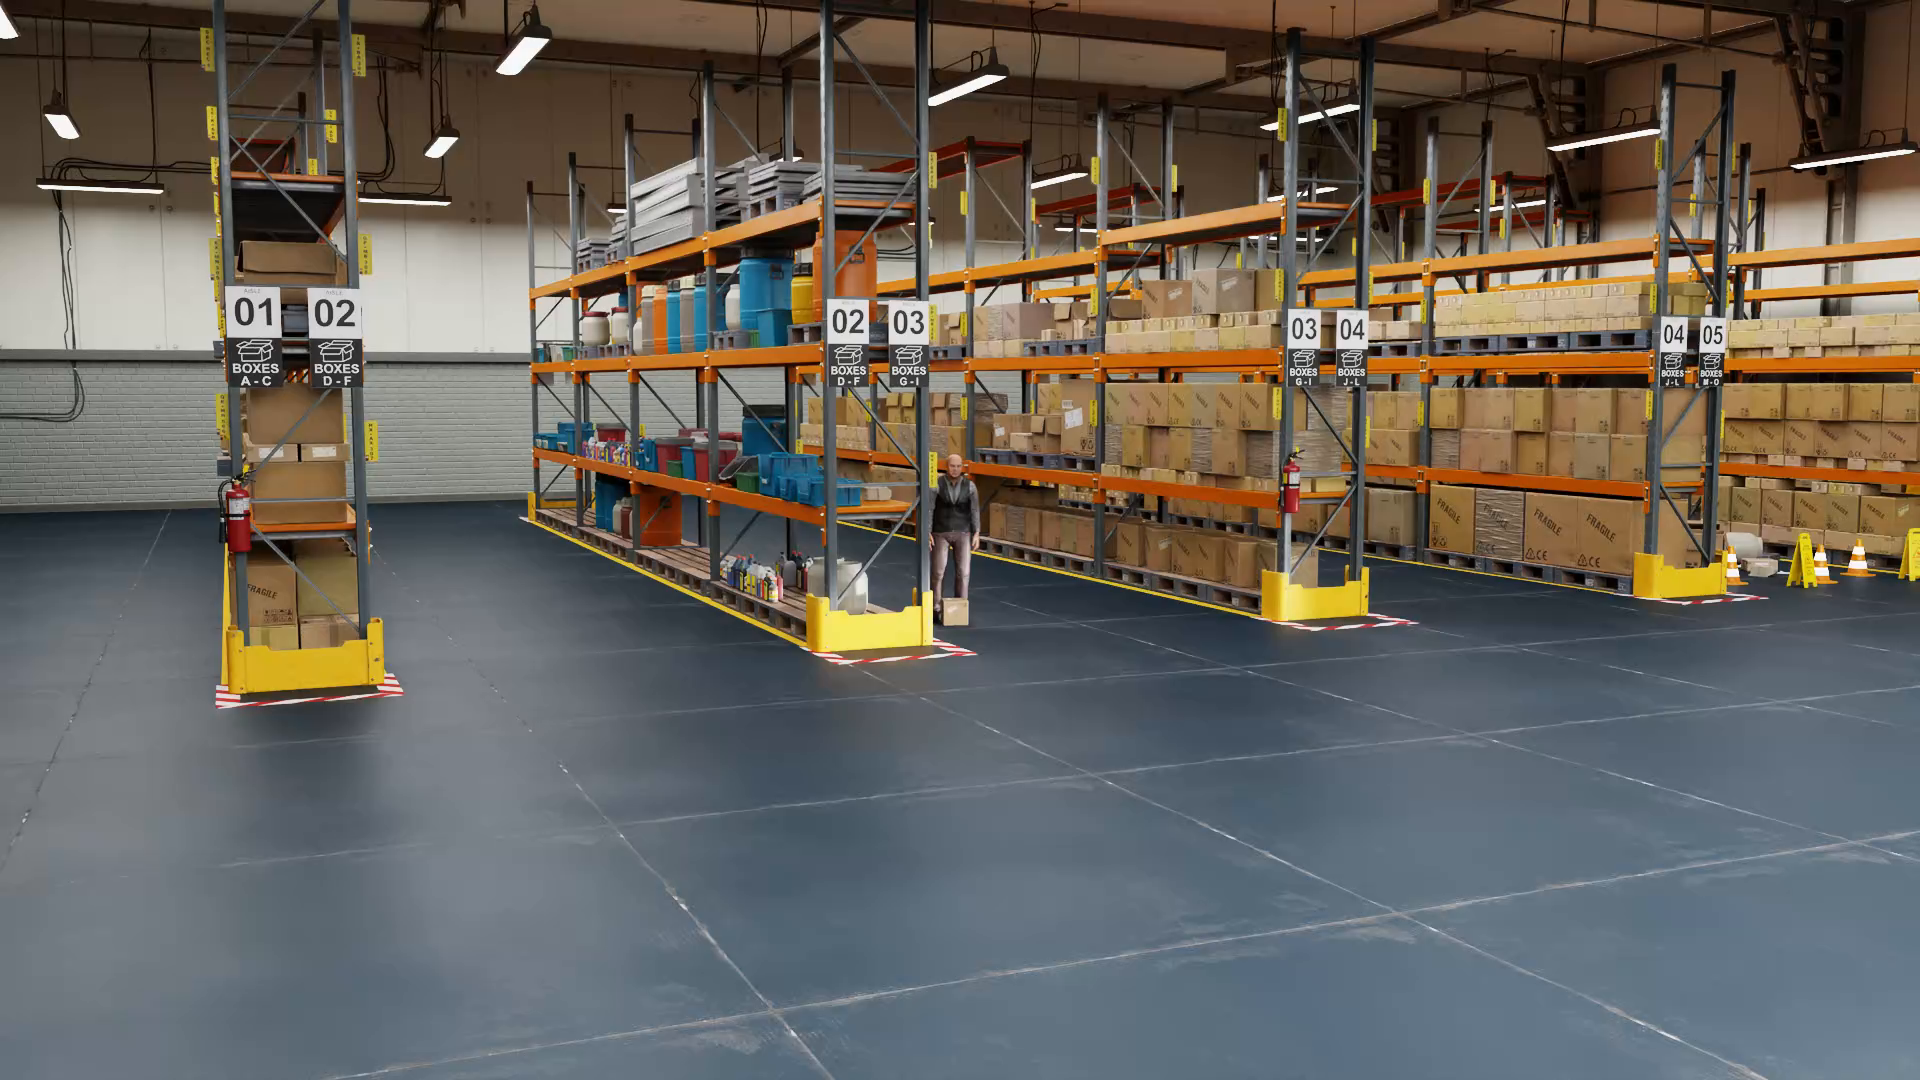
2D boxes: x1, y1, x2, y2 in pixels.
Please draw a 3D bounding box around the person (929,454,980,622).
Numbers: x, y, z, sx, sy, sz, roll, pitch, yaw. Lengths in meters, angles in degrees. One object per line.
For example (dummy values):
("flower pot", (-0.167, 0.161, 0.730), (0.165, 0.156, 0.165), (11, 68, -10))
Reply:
("person", (-0.081, -0.026, 17.150), (0.588, 1.721, 0.463), (-1, 5, -6))
